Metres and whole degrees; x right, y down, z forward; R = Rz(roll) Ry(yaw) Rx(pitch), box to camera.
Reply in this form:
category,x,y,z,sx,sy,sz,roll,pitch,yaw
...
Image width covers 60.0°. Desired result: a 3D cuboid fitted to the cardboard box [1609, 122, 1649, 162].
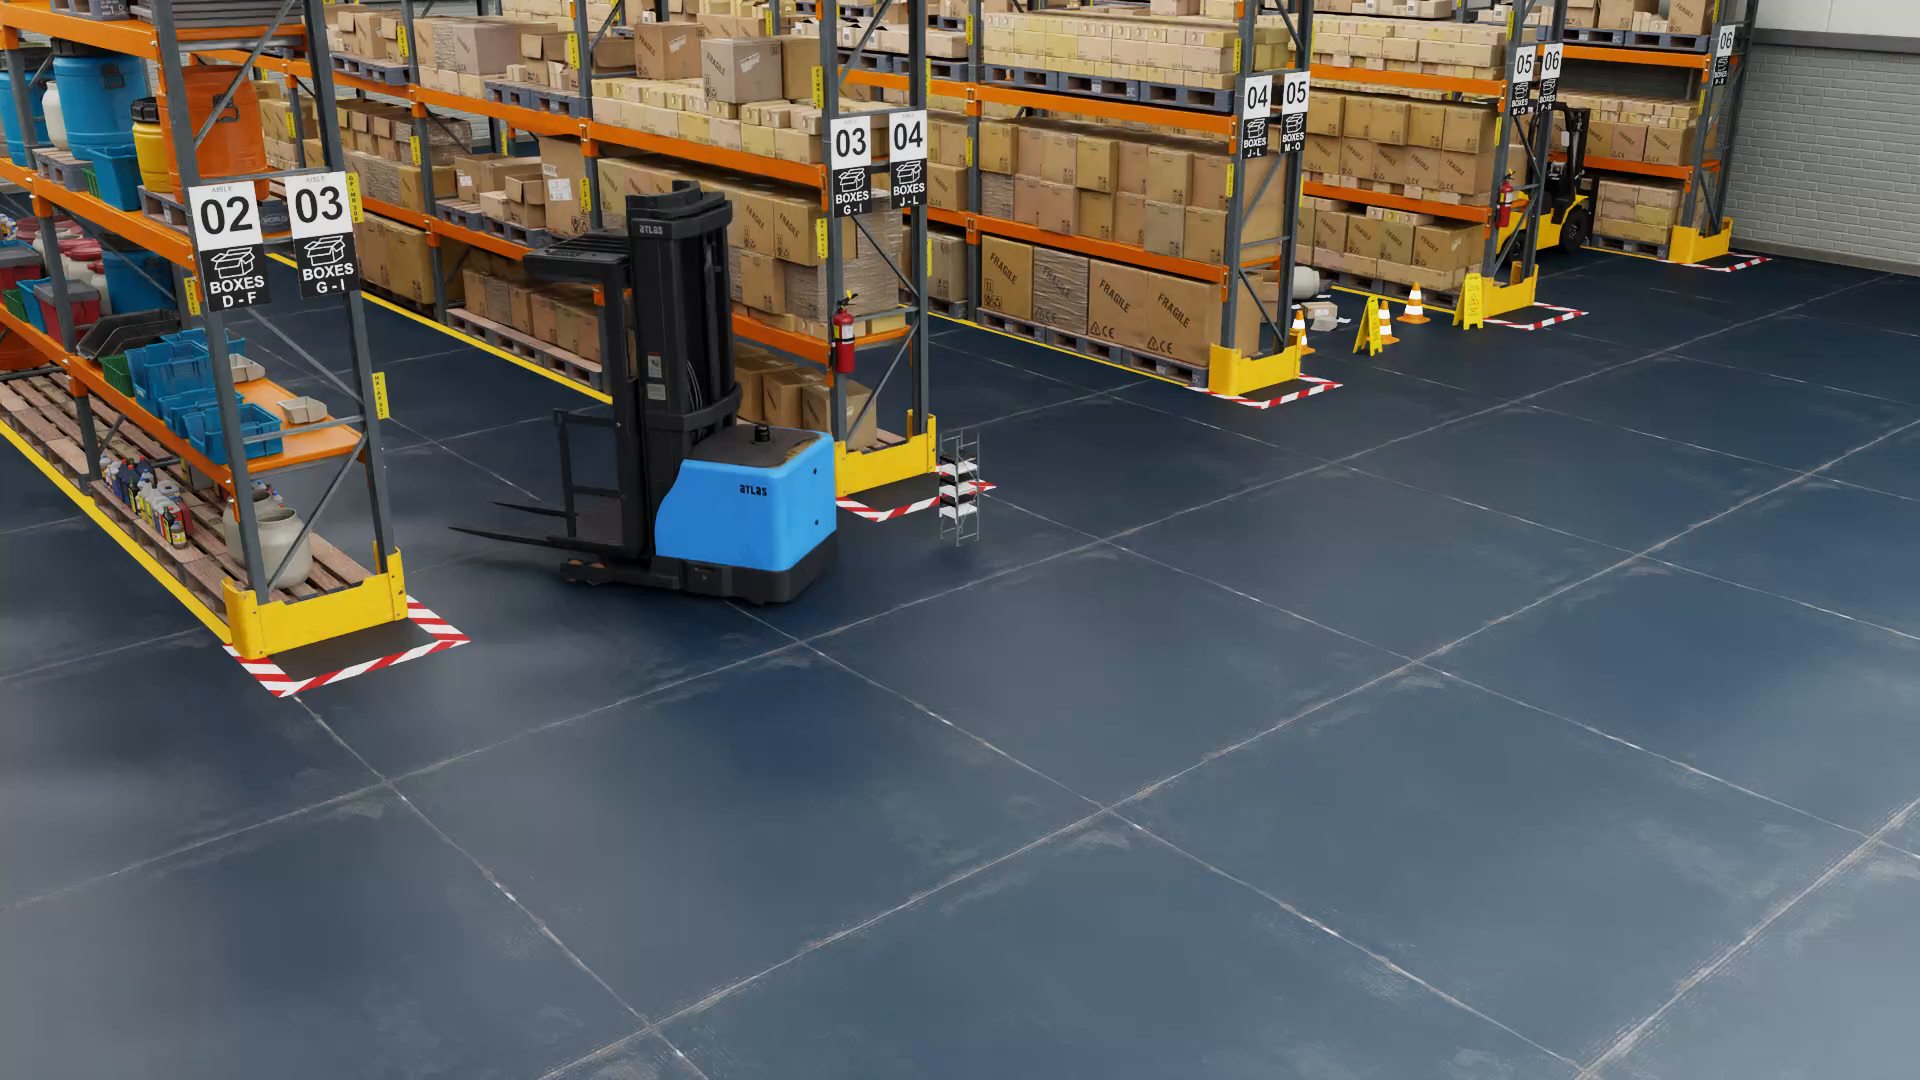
category,x,y,z,sx,sy,sz,roll,pitch,yaw
cardboard box,9.715,-5.728,23.860,0.500,0.500,0.500,-16,27,-36

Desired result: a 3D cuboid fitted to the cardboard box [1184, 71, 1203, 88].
category,x,y,z,sx,sy,sz,roll,pitch,yaw
cardboard box,2.487,-4.677,16.830,0.380,0.149,0.250,-17,27,-37

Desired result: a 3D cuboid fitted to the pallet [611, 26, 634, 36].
category,x,y,z,sx,sy,sz,roll,pitch,yaw
pallet,-4.386,-7.503,24.671,1.213,0.211,1.003,-17,27,-37

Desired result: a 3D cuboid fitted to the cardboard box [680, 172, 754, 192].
category,x,y,z,sx,sy,sz,roll,pitch,yaw
cardboard box,-2.220,-3.080,15.320,0.500,0.500,0.500,-17,27,-37

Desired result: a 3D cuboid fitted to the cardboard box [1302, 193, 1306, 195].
category,x,y,z,sx,sy,sz,roll,pitch,yaw
cardboard box,4.787,-4.550,23.155,0.500,0.500,0.500,-18,28,-38

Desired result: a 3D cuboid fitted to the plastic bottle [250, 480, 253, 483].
category,x,y,z,sx,sy,sz,roll,pitch,yaw
plastic bottle,-5.820,-0.430,13.607,0.097,0.271,0.097,0,21,0

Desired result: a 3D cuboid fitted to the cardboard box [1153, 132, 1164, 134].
category,x,y,z,sx,sy,sz,roll,pitch,yaw
cardboard box,2.998,-5.826,24.014,0.380,0.149,0.250,-17,27,-37

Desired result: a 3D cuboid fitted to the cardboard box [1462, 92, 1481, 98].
category,x,y,z,sx,sy,sz,roll,pitch,yaw
cardboard box,7.939,-6.896,25.544,0.380,0.149,0.250,-17,27,-36

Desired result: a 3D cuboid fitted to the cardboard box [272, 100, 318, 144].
category,x,y,z,sx,sy,sz,roll,pitch,yaw
cardboard box,-9.034,-5.718,22.739,0.500,0.500,0.500,-16,27,-36

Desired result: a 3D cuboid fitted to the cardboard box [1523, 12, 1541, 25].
category,x,y,z,sx,sy,sz,roll,pitch,yaw
cardboard box,8.520,-7.681,24.501,0.380,0.149,0.250,-16,27,-36

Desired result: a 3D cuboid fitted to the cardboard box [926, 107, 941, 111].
category,x,y,z,sx,sy,sz,roll,pitch,yaw
cardboard box,-0.275,-7.053,27.585,0.500,0.250,0.500,-18,28,-38

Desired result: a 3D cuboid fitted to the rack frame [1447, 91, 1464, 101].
category,x,y,z,sx,sy,sz,roll,pitch,yaw
rack frame,7.956,-6.568,26.140,1.000,3.000,0.127,-17,27,-37

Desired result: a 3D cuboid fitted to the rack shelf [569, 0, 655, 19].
category,x,y,z,sx,sy,sz,roll,pitch,yaw
rack shelf,-4.615,-5.851,17.618,1.077,0.370,4.000,-17,27,-37

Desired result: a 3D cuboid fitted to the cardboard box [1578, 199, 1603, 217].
category,x,y,z,sx,sy,sz,roll,pitch,yaw
cardboard box,9.340,-4.950,24.517,0.500,0.250,0.500,-18,28,-39

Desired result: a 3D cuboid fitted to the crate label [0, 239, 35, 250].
category,x,y,z,sx,sy,sz,roll,pitch,yaw
crate label,-9.229,-2.630,16.037,0.502,0.435,0.616,-17,27,-37

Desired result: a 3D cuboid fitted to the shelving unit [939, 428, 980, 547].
category,x,y,z,sx,sy,sz,roll,pitch,yaw
shelving unit,-0.005,-0.421,13.326,0.258,0.900,0.210,-17,27,-37

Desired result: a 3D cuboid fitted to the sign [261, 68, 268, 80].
category,x,y,z,sx,sy,sz,roll,pitch,yaw
sign,-10.722,-7.116,25.628,0.100,0.325,0.005,-17,27,-37

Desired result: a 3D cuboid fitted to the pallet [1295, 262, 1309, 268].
category,x,y,z,sx,sy,sz,roll,pitch,yaw
pallet,4.663,-3.910,23.177,1.003,0.211,1.213,-17,27,-37

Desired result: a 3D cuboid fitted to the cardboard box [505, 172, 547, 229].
category,x,y,z,sx,sy,sz,roll,pitch,yaw
cardboard box,-4.511,-3.727,18.169,0.797,0.503,0.637,-14,26,-32

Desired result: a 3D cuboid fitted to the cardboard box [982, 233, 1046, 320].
category,x,y,z,sx,sy,sz,roll,pitch,yaw
cardboard box,0.871,-3.195,19.866,0.875,0.875,0.875,-17,27,-37

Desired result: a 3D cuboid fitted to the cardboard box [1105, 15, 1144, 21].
category,x,y,z,sx,sy,sz,roll,pitch,yaw
cardboard box,1.817,-5.698,18.344,0.380,0.149,0.250,-18,28,-38

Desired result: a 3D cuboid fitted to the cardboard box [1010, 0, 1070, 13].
category,x,y,z,sx,sy,sz,roll,pitch,yaw
cardboard box,1.227,-8.199,25.474,0.797,0.503,0.637,-20,29,-41

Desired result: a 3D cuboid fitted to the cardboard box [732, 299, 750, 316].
category,x,y,z,sx,sy,sz,roll,pitch,yaw
cardboard box,-1.869,-2.175,15.269,0.380,0.149,0.250,-17,27,-37

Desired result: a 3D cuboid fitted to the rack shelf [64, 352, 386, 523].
category,x,y,z,sx,sy,sz,roll,pitch,yaw
rack shelf,-5.756,-0.960,12.808,1.077,0.370,4.000,-17,27,-37

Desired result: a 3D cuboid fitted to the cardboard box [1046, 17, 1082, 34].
category,x,y,z,sx,sy,sz,roll,pitch,yaw
cardboard box,1.161,-5.609,18.118,0.380,0.149,0.250,-17,27,-37

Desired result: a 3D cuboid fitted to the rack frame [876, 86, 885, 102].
category,x,y,z,sx,sy,sz,roll,pitch,yaw
rack frame,-1.024,-7.596,28.764,1.000,3.000,0.127,-17,27,-37

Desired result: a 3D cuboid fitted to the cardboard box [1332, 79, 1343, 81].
category,x,y,z,sx,sy,sz,roll,pitch,yaw
cardboard box,6.414,-7.706,28.020,0.380,0.149,0.250,-18,27,-38

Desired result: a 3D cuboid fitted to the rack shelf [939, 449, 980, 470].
category,x,y,z,sx,sy,sz,roll,pitch,yaw
rack shelf,-0.005,-0.642,13.239,0.258,0.077,0.200,-17,27,-37

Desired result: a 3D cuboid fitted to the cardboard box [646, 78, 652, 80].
category,x,y,z,sx,sy,sz,roll,pitch,yaw
cardboard box,-2.879,-4.518,16.451,0.380,0.149,0.250,-16,27,-36

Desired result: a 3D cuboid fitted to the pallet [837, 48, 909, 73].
category,x,y,z,sx,sy,sz,roll,pitch,yaw
pallet,-0.904,-6.119,21.141,1.003,0.211,1.213,-16,26,-35

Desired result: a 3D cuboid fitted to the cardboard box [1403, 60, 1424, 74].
category,x,y,z,sx,sy,sz,roll,pitch,yaw
cardboard box,5.716,-5.878,20.609,0.380,0.149,0.250,-18,28,-38

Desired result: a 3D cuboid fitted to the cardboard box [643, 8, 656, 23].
category,x,y,z,sx,sy,sz,roll,pitch,yaw
cardboard box,-4.293,-7.647,24.328,0.500,0.311,0.500,-18,28,-38

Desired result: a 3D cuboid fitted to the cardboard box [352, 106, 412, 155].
category,x,y,z,sx,sy,sz,roll,pitch,yaw
cardboard box,-7.252,-5.215,21.174,0.797,0.503,0.637,-16,27,-36

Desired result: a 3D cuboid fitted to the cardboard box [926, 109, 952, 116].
category,x,y,z,sx,sy,sz,roll,pitch,yaw
cardboard box,-0.482,-5.108,20.905,0.700,0.500,0.500,-17,27,-37

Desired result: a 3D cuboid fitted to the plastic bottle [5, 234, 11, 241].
category,x,y,z,sx,sy,sz,roll,pitch,yaw
plastic bottle,-10.095,-3.149,17.684,0.097,0.201,0.097,0,21,0

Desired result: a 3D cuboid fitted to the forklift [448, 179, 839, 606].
category,x,y,z,sx,sy,sz,roll,pitch,yaw
forklift,-2.514,-1.194,12.513,3.031,2.935,1.130,7,23,18

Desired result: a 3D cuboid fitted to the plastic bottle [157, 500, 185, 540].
category,x,y,z,sx,sy,sz,roll,pitch,yaw
plastic bottle,-6.126,-0.158,12.906,0.152,0.276,0.135,-17,27,-37

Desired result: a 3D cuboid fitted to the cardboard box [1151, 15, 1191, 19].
category,x,y,z,sx,sy,sz,roll,pitch,yaw
cardboard box,3.048,-7.317,23.569,0.500,0.250,0.500,-17,27,-37

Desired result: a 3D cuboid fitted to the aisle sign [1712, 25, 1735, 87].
category,x,y,z,sx,sy,sz,roll,pitch,yaw
aisle sign,10.387,-6.585,22.620,0.394,0.787,0.004,-17,27,-37

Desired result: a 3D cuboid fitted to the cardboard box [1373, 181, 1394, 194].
category,x,y,z,sx,sy,sz,roll,pitch,yaw
cardboard box,5.515,-4.552,21.338,0.380,0.149,0.250,-18,28,-38

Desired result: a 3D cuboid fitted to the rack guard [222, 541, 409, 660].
category,x,y,z,sx,sy,sz,roll,pitch,yaw
rack guard,-4.536,0.412,11.746,1.175,0.500,0.348,-17,27,-37

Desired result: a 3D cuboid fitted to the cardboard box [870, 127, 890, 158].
category,x,y,z,sx,sy,sz,roll,pitch,yaw
cardboard box,-0.817,-3.443,14.253,0.500,0.250,0.500,-16,27,-36

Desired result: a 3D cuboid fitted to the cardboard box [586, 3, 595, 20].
category,x,y,z,sx,sy,sz,roll,pitch,yaw
cardboard box,-5.533,-8.163,25.618,0.500,0.250,0.500,-19,28,-40

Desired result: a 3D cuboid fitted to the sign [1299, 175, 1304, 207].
category,x,y,z,sx,sy,sz,roll,pitch,yaw
sign,3.549,-3.644,17.380,0.100,0.325,0.005,-17,27,-37

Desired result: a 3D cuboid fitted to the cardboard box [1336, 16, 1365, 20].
category,x,y,z,sx,sy,sz,roll,pitch,yaw
cardboard box,5.169,-6.814,21.905,0.380,0.149,0.250,-16,27,-36

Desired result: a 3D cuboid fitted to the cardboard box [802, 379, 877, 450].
category,x,y,z,sx,sy,sz,roll,pitch,yaw
cardboard box,-1.094,-1.129,15.106,0.500,0.500,0.500,-12,24,-28

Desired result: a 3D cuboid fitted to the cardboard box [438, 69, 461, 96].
category,x,y,z,sx,sy,sz,roll,pitch,yaw
cardboard box,-5.472,-5.126,18.551,0.500,0.250,0.500,-17,27,-36

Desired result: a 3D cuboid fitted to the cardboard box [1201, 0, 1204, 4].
category,x,y,z,sx,sy,sz,roll,pitch,yaw
cardboard box,4.429,-9.440,29.018,0.380,0.149,0.250,-17,27,-37

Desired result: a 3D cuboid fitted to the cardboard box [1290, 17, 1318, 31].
category,x,y,z,sx,sy,sz,roll,pitch,yaw
cardboard box,4.514,-6.732,21.696,0.380,0.149,0.250,-19,28,-39

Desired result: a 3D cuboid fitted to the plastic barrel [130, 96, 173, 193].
category,x,y,z,sx,sy,sz,roll,pitch,yaw
plastic barrel,-5.291,-2.707,11.335,0.600,0.588,0.600,0,21,0

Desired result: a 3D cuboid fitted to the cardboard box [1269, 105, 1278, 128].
category,x,y,z,sx,sy,sz,roll,pitch,yaw
cardboard box,4.321,-5.863,22.424,0.700,0.500,0.500,-18,28,-38
